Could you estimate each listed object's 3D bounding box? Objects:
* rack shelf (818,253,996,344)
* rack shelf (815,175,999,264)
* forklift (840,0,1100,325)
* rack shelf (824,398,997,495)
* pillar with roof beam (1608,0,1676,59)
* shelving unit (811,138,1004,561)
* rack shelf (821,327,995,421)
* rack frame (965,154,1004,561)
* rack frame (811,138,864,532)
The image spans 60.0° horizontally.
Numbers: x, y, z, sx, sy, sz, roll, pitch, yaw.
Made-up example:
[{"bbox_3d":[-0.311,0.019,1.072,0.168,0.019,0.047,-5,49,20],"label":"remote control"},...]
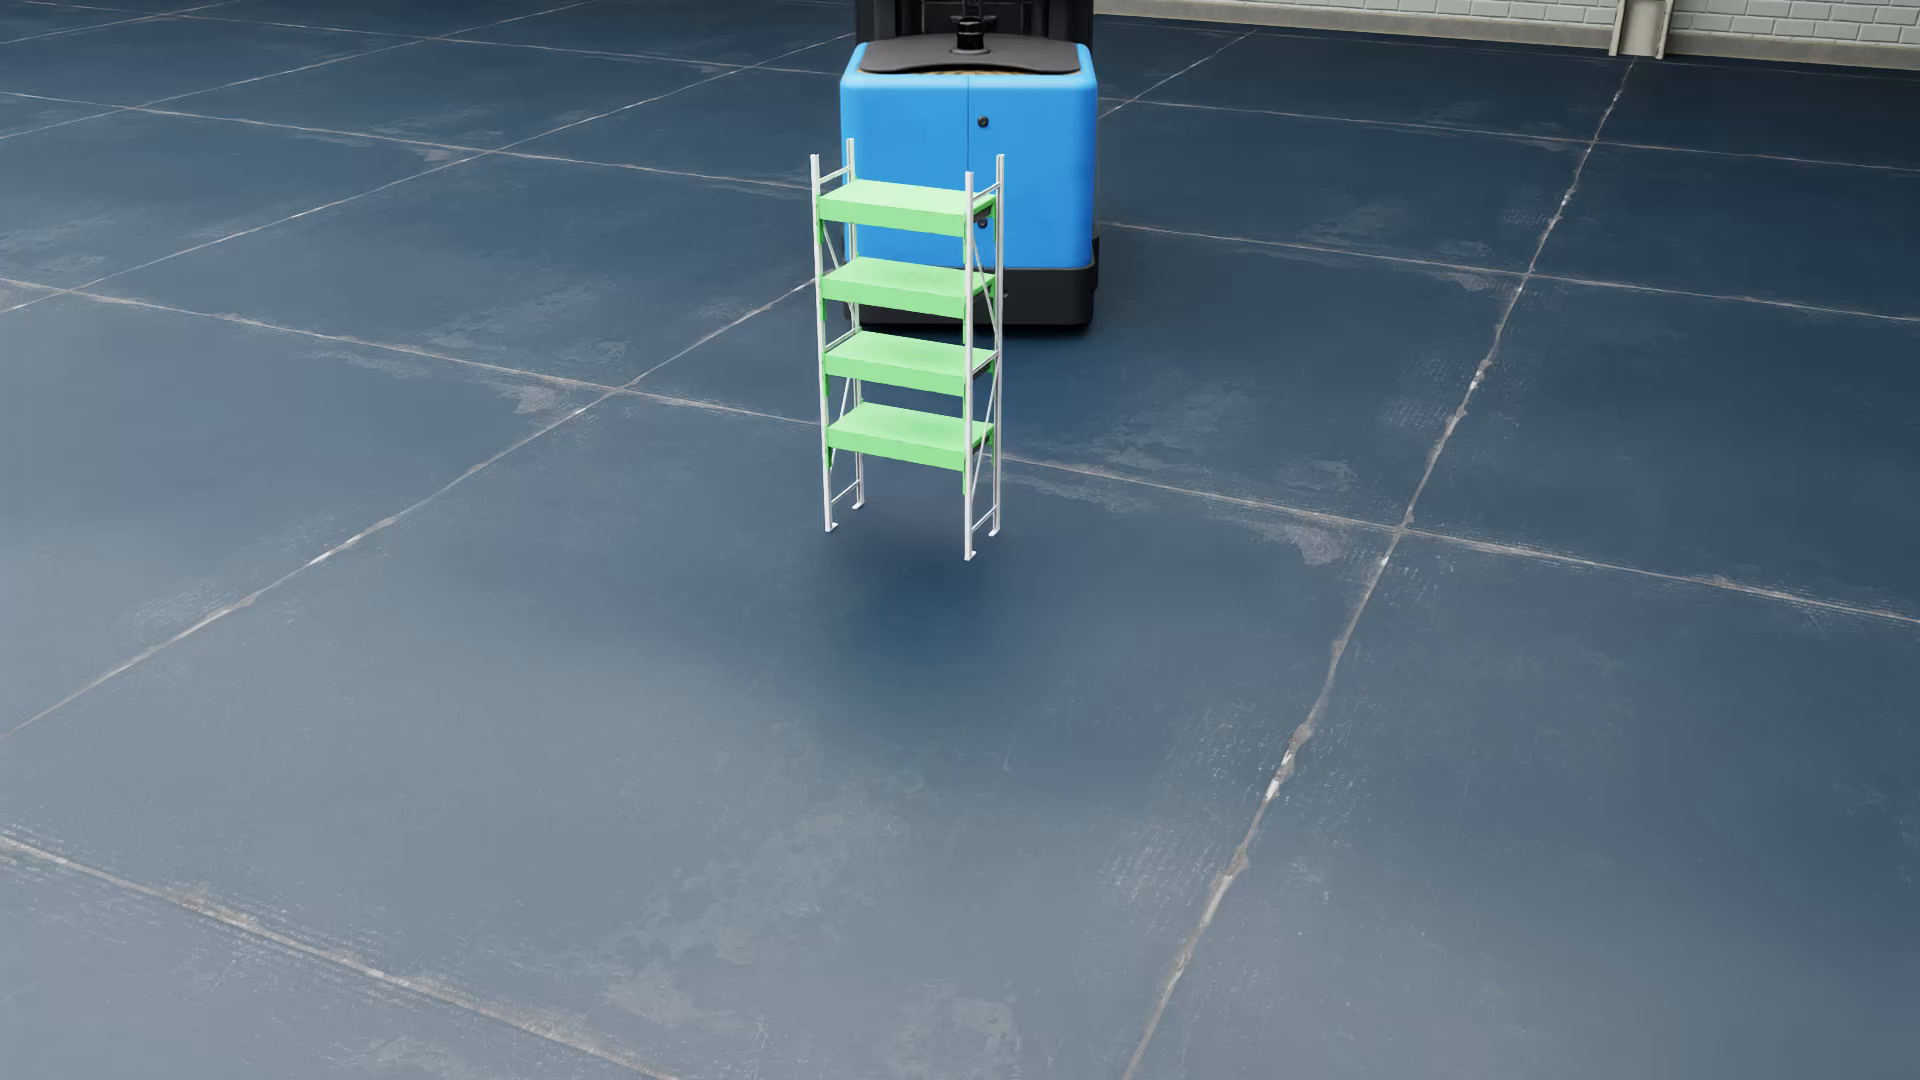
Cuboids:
[{"bbox_3d":[-0.151,-0.727,4.969,0.480,0.148,0.258,11,28,22],"label":"rack shelf"},{"bbox_3d":[-0.151,-0.942,4.863,0.480,0.148,0.258,11,28,22],"label":"rack shelf"},{"bbox_3d":[0.070,-2.815,7.650,1.130,2.935,3.031,1,26,1],"label":"forklift"},{"bbox_3d":[-0.151,-0.296,5.181,0.480,0.148,0.258,11,28,22],"label":"rack shelf"},{"bbox_3d":[3.485,-6.087,7.426,0.400,9.000,9.100,11,28,22],"label":"pillar with roof beam"},{"bbox_3d":[-0.151,-0.569,5.046,0.503,1.200,0.258,11,28,22],"label":"shelving unit"},{"bbox_3d":[-0.151,-0.511,5.075,0.480,0.148,0.258,11,28,22],"label":"rack shelf"},{"bbox_3d":[0.071,-0.524,4.956,0.015,1.200,0.240,11,28,22],"label":"rack frame"},{"bbox_3d":[-0.373,-0.613,5.137,0.015,1.200,0.240,11,28,22],"label":"rack frame"}]
